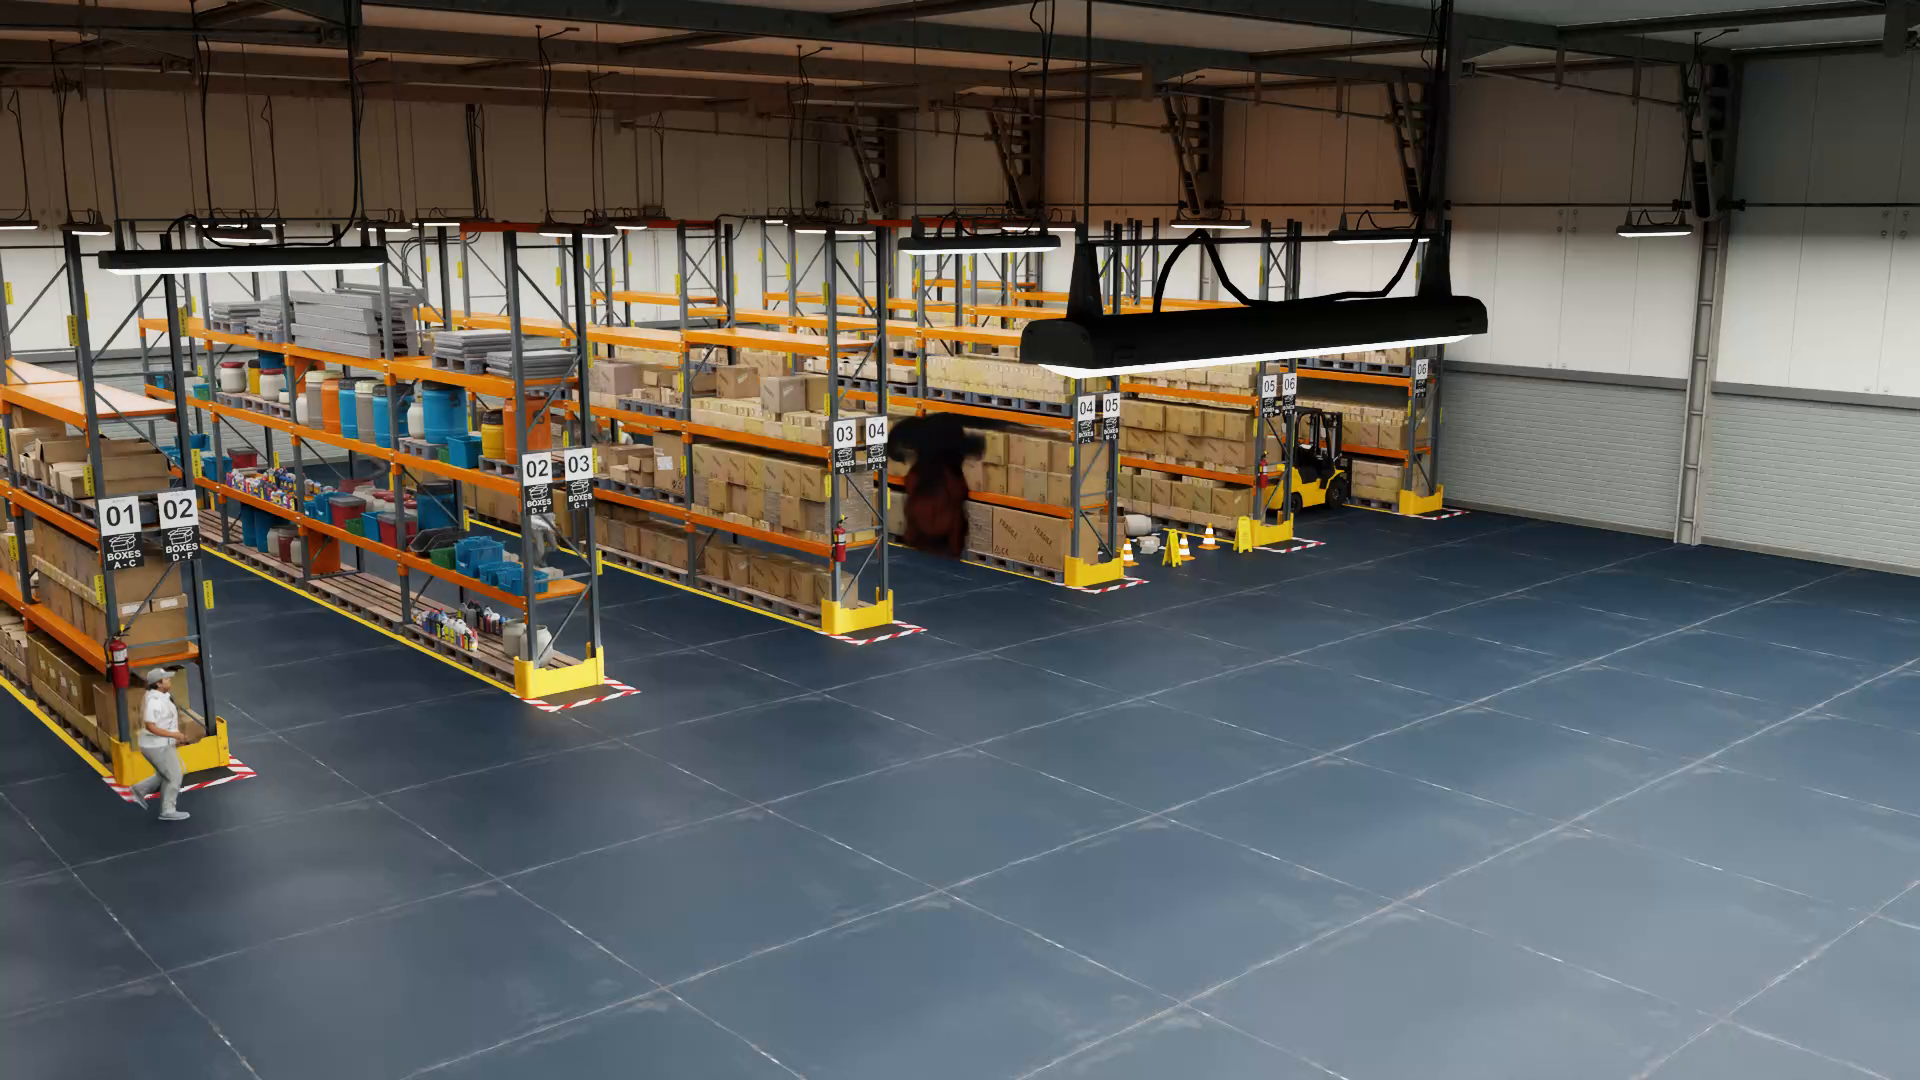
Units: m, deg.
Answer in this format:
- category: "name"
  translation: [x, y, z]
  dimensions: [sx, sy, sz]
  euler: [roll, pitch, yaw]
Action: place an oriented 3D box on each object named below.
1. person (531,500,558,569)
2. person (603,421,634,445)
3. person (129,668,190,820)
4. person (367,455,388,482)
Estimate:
- category: "person"
  translation: [-7.219, -0.187, 28.852]
  dimensions: [0.718, 1.570, 0.603]
  euler: [8, 14, 35]
- category: "person"
  translation: [-7.510, -1.754, 36.337]
  dimensions: [0.793, 1.725, 0.666]
  euler: [-2, 12, -12]
- category: "person"
  translation: [-8.305, 2.136, 17.240]
  dimensions: [0.548, 1.644, 0.600]
  euler: [-5, 12, -23]
- category: "person"
  translation: [-13.019, -1.831, 37.332]
  dimensions: [0.923, 1.436, 0.632]
  euler: [-3, 12, -15]
